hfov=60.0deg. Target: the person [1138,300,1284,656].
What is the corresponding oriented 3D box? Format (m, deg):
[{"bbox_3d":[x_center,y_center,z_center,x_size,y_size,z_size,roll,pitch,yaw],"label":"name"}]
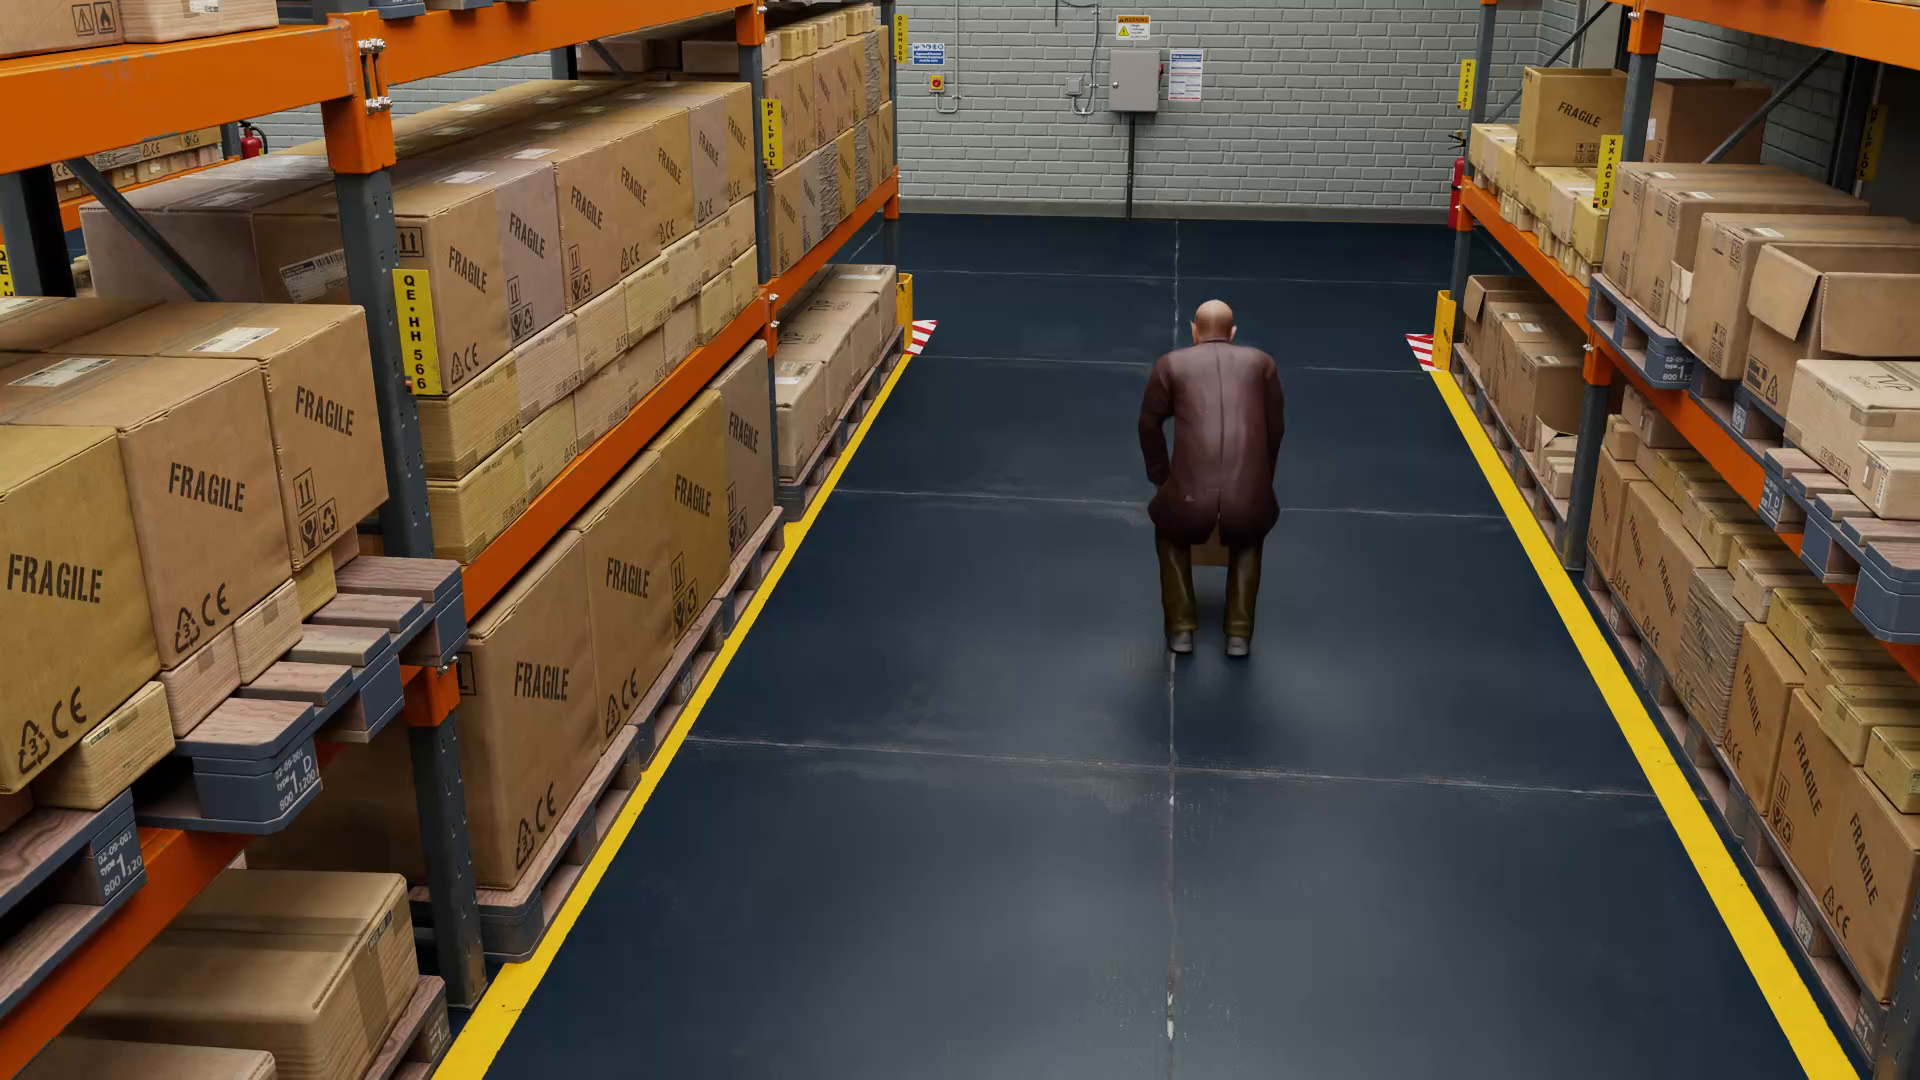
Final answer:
[{"bbox_3d":[1.076,-0.253,7.198,0.629,1.476,0.680,3,21,7],"label":"person"}]
